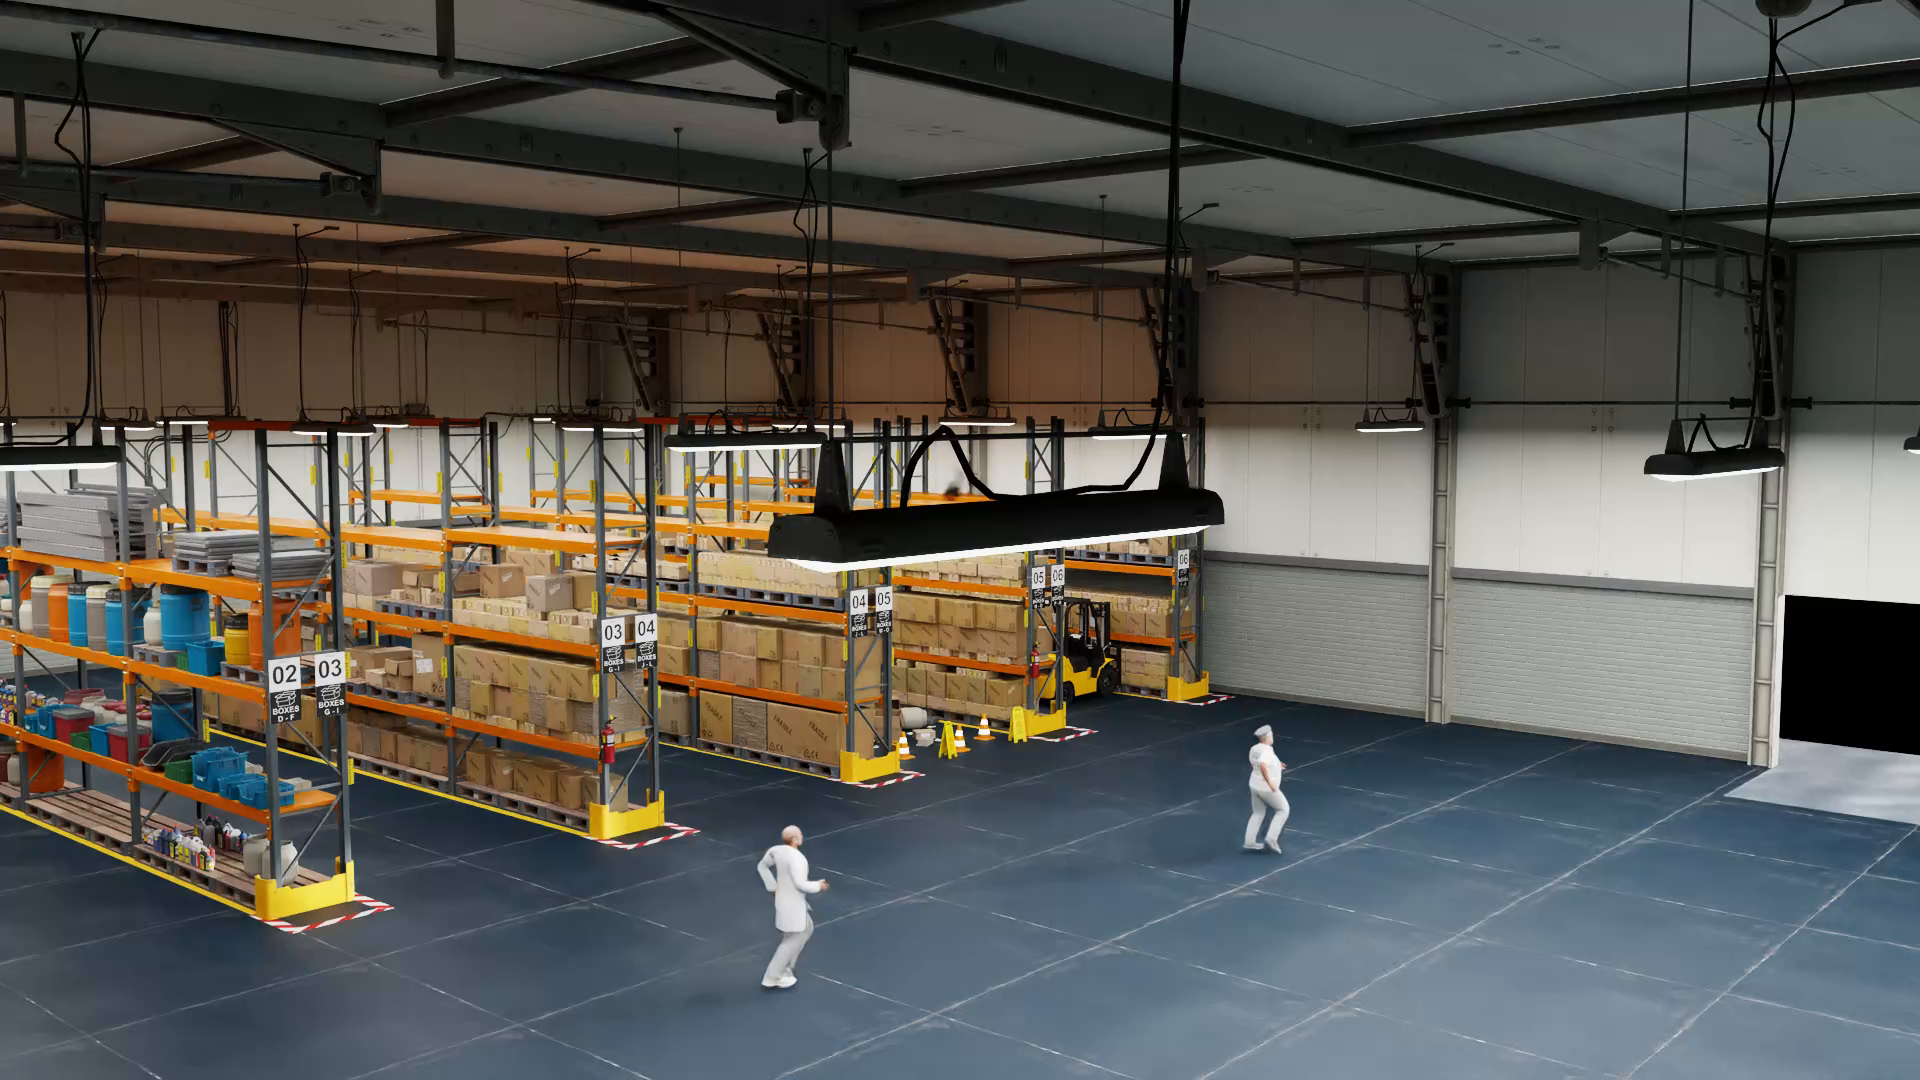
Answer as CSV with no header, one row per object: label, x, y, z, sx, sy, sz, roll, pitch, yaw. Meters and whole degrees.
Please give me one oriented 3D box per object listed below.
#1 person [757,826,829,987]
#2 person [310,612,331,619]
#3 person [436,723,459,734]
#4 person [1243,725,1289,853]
person,-1.788,3.964,17.993,0.713,1.781,0.703,-2,5,-25
person,-14.871,2.300,38.457,0.728,1.675,0.576,2,5,24
person,-9.491,2.938,30.887,0.719,1.761,0.623,4,6,40
person,4.316,3.509,23.405,0.694,1.811,0.646,-2,5,-27
